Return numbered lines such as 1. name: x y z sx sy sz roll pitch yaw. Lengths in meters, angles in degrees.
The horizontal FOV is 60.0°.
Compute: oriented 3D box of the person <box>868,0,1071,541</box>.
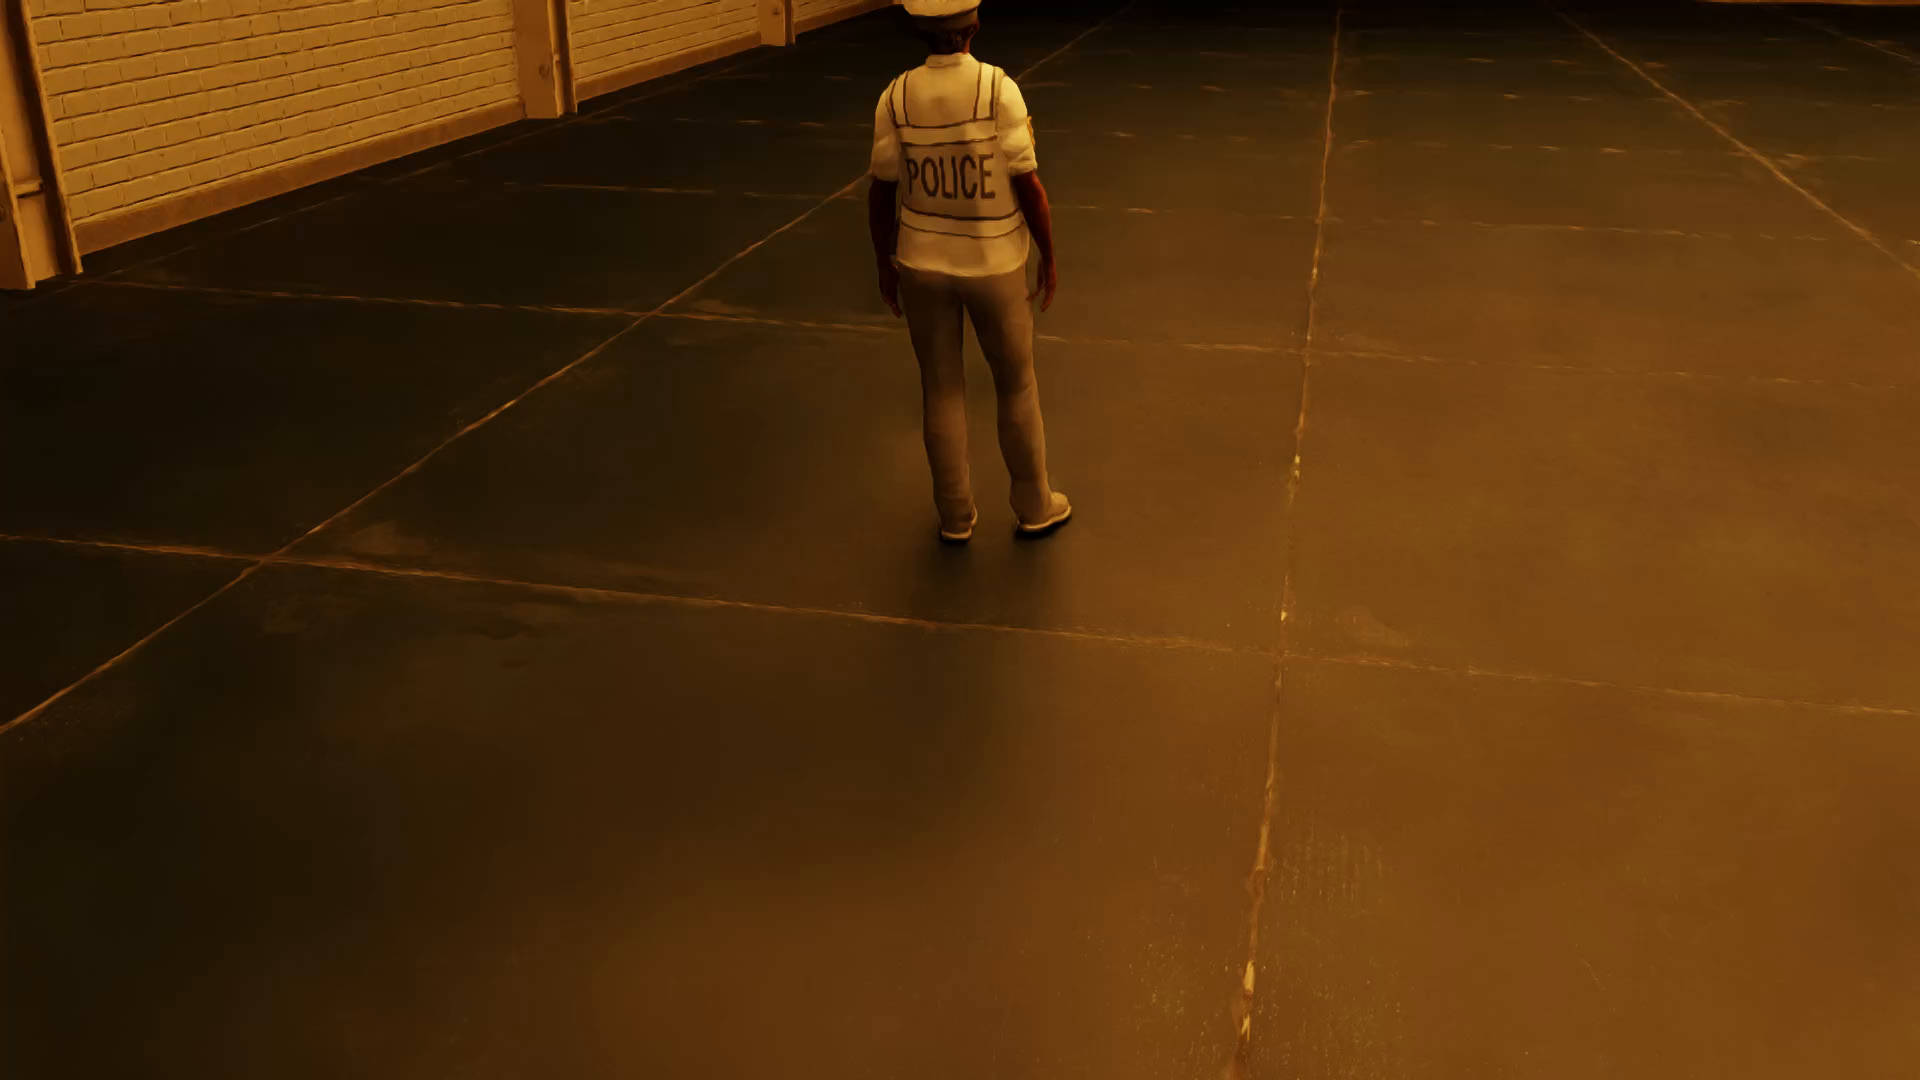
1. person: 0.035 -0.818 4.890 0.570 1.695 0.529 5 23 11
